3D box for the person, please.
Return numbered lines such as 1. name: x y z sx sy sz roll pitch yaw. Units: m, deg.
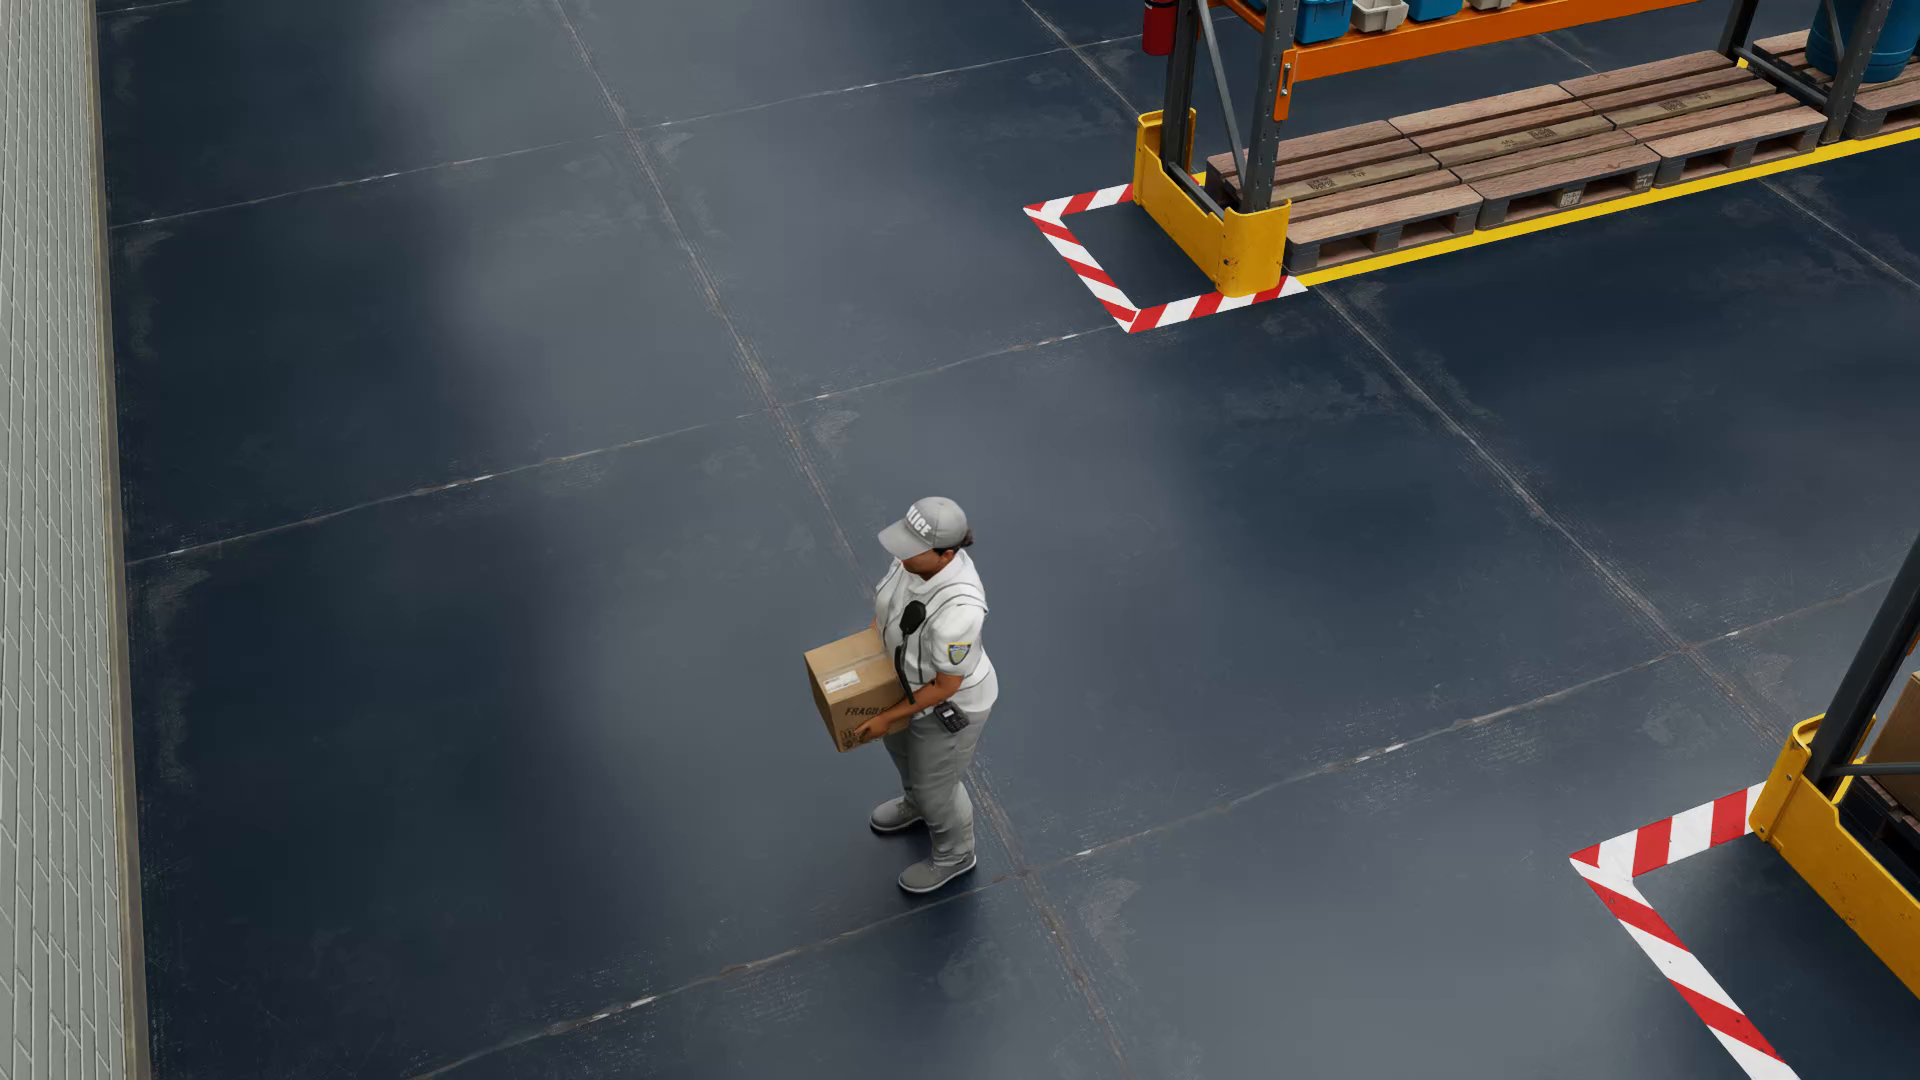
1. person: -0.151 0.522 5.574 0.523 1.668 0.480 -16 44 -17
